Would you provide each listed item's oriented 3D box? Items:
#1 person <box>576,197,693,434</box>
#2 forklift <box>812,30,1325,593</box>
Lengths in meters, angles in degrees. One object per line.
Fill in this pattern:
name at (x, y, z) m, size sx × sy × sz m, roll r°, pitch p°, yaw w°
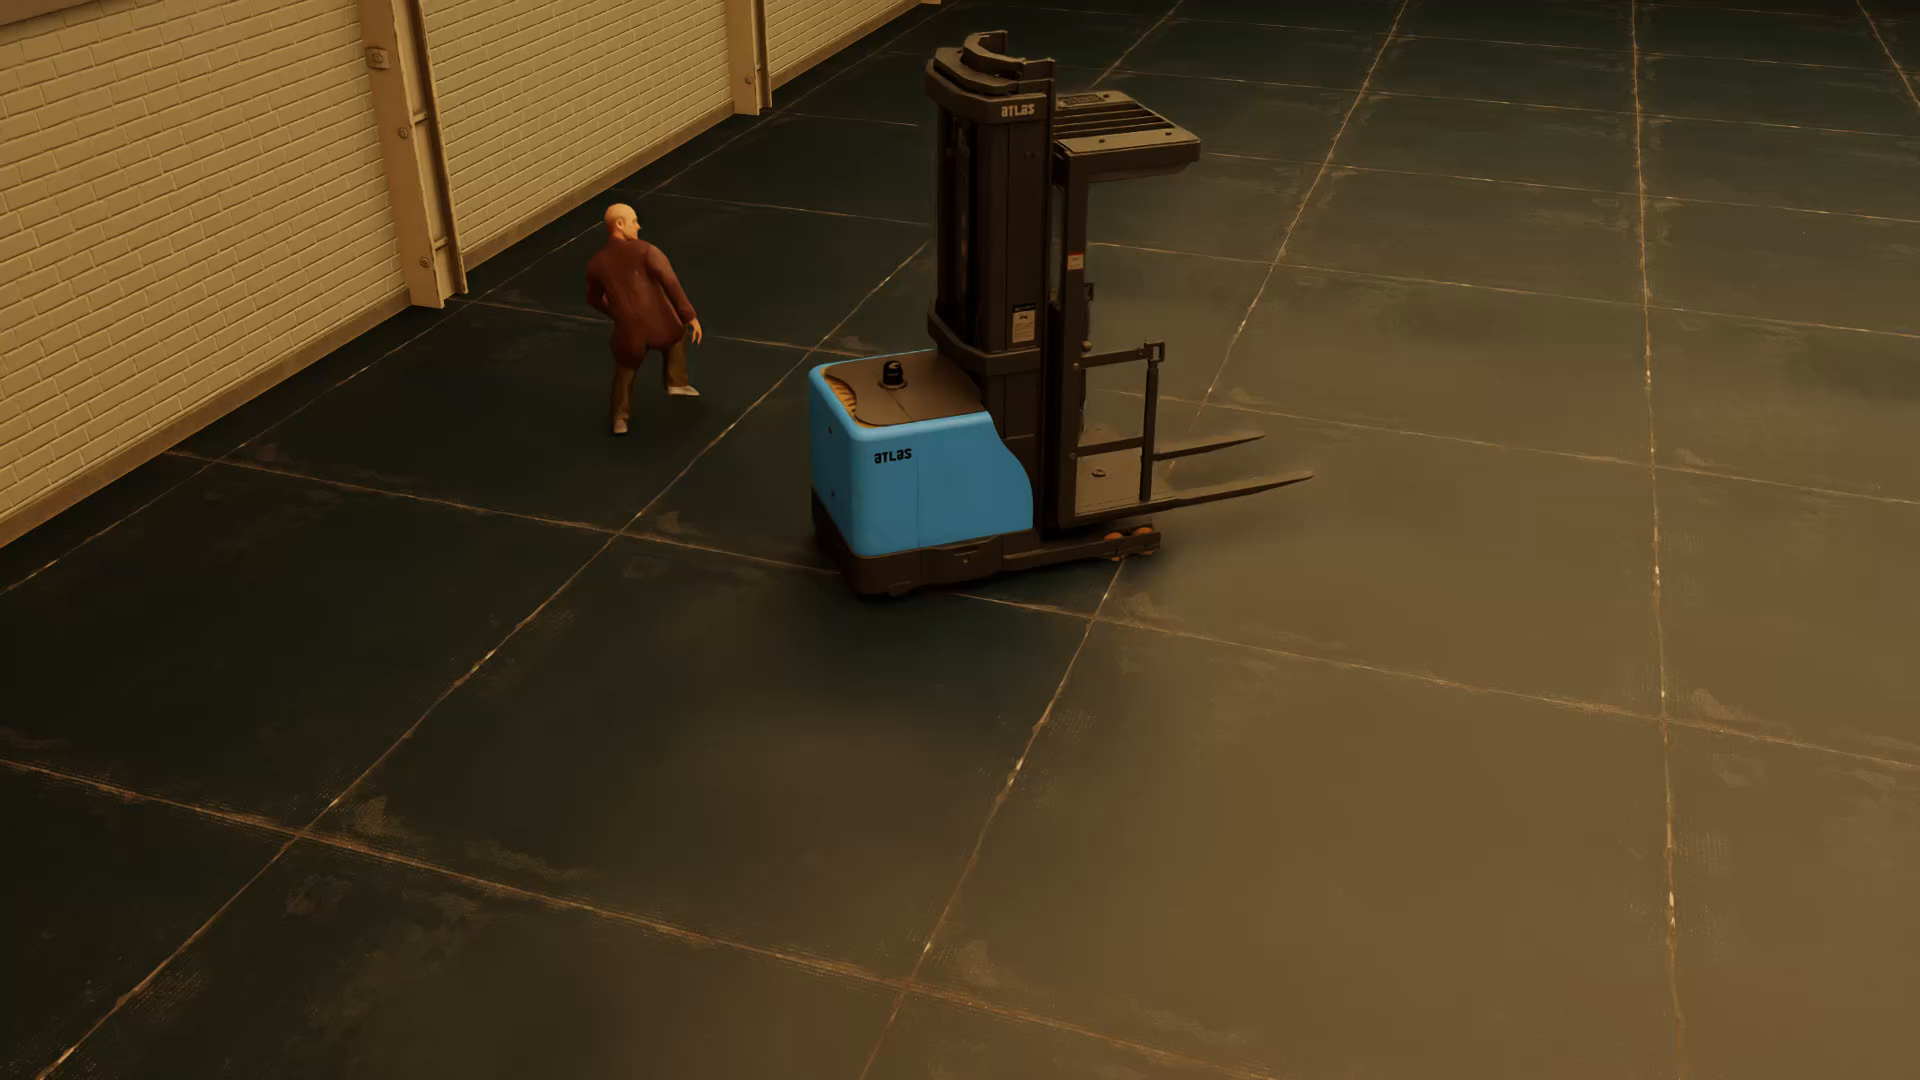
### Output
person at (-2.164, -1.544, 11.256) m, size 0.808 × 1.570 × 0.801 m, roll 0°, pitch 30°, yaw 0°
forklift at (0.689, -1.359, 9.520) m, size 3.031 × 2.935 × 1.130 m, roll -7°, pitch 31°, yaw -13°
